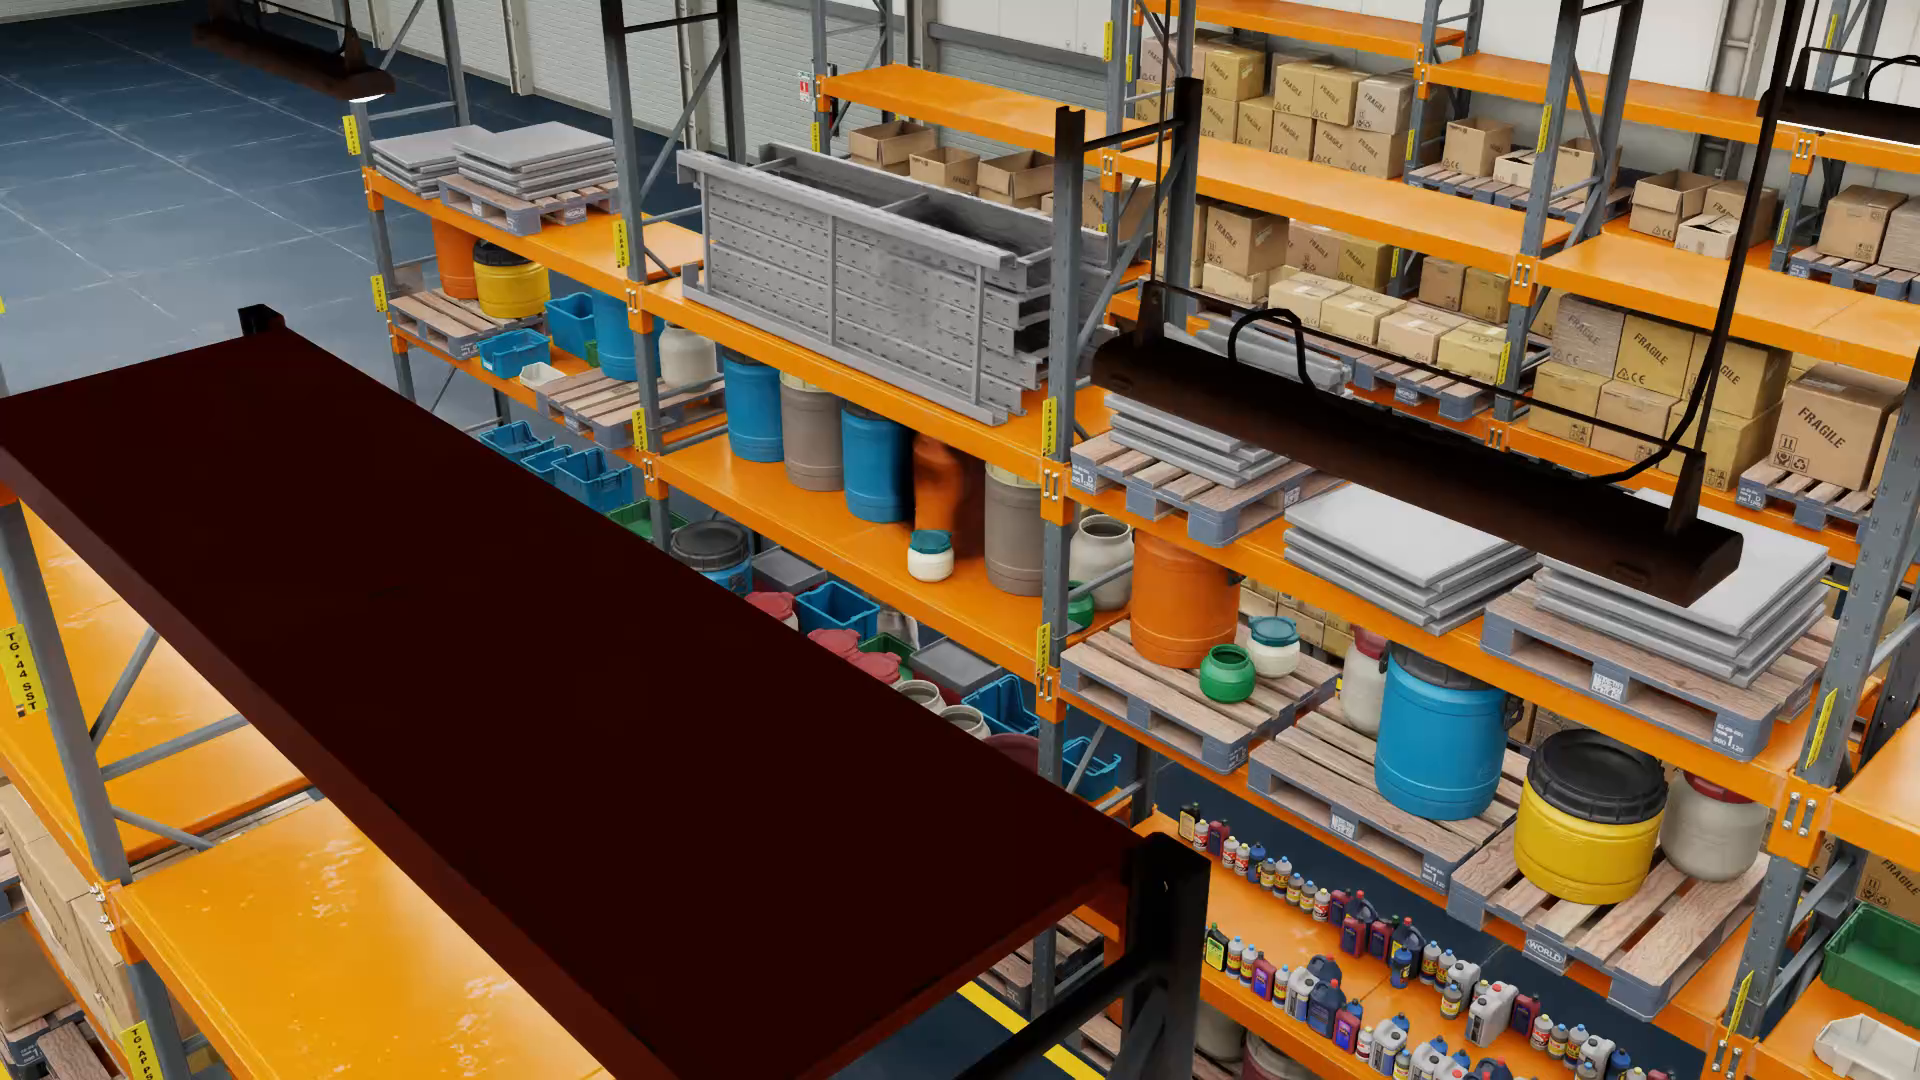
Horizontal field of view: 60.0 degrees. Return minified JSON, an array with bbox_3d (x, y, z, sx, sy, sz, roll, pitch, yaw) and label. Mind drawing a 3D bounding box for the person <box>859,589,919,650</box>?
[{"bbox_3d":[-0.544,0.776,13.646,0.689,1.671,0.590,8,29,15],"label":"person"}]
